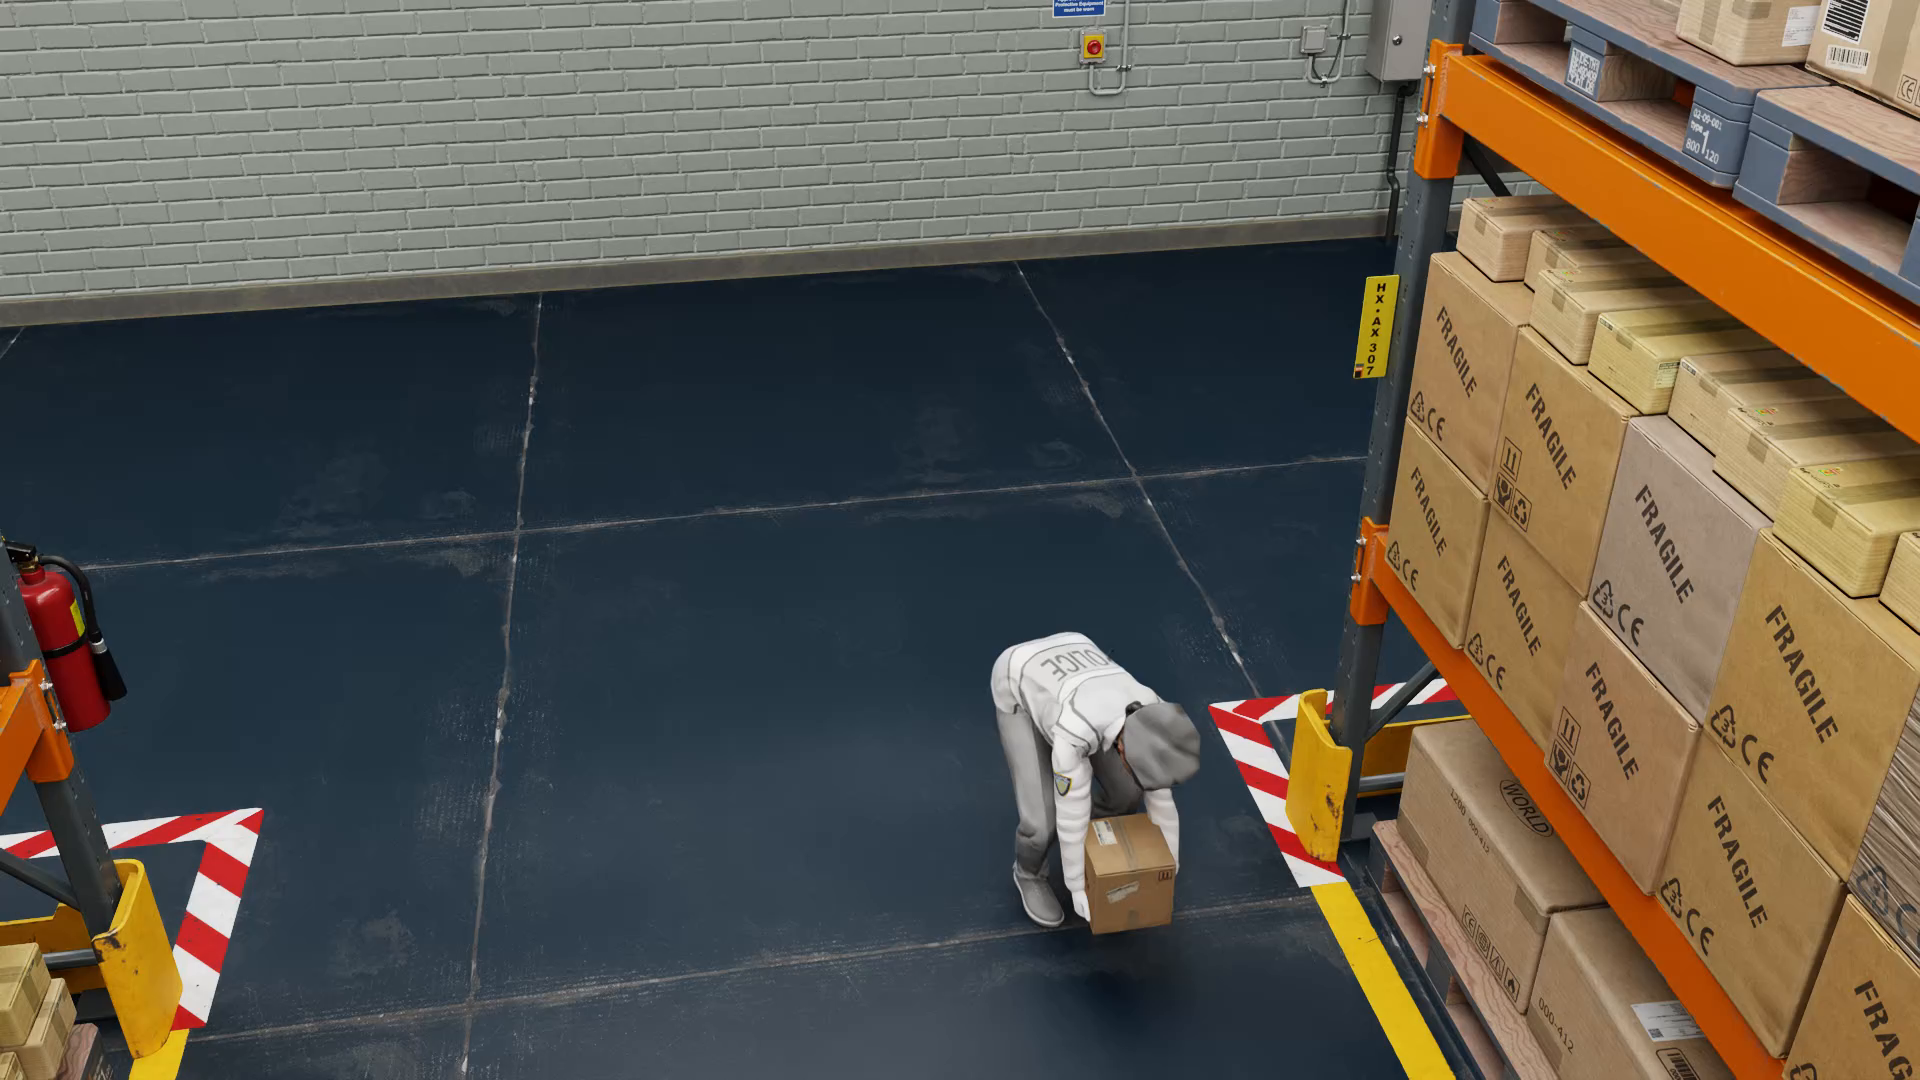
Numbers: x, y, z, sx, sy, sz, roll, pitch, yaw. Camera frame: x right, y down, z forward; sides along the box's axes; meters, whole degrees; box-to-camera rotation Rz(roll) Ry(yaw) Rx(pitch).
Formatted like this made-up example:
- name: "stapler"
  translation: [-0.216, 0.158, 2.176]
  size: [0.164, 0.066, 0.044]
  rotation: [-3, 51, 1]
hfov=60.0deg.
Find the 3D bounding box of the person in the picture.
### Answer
- name: "person"
  translation: [0.425, 0.811, 5.339]
  size: [0.444, 1.088, 0.920]
  rotation: [-14, 34, -22]
